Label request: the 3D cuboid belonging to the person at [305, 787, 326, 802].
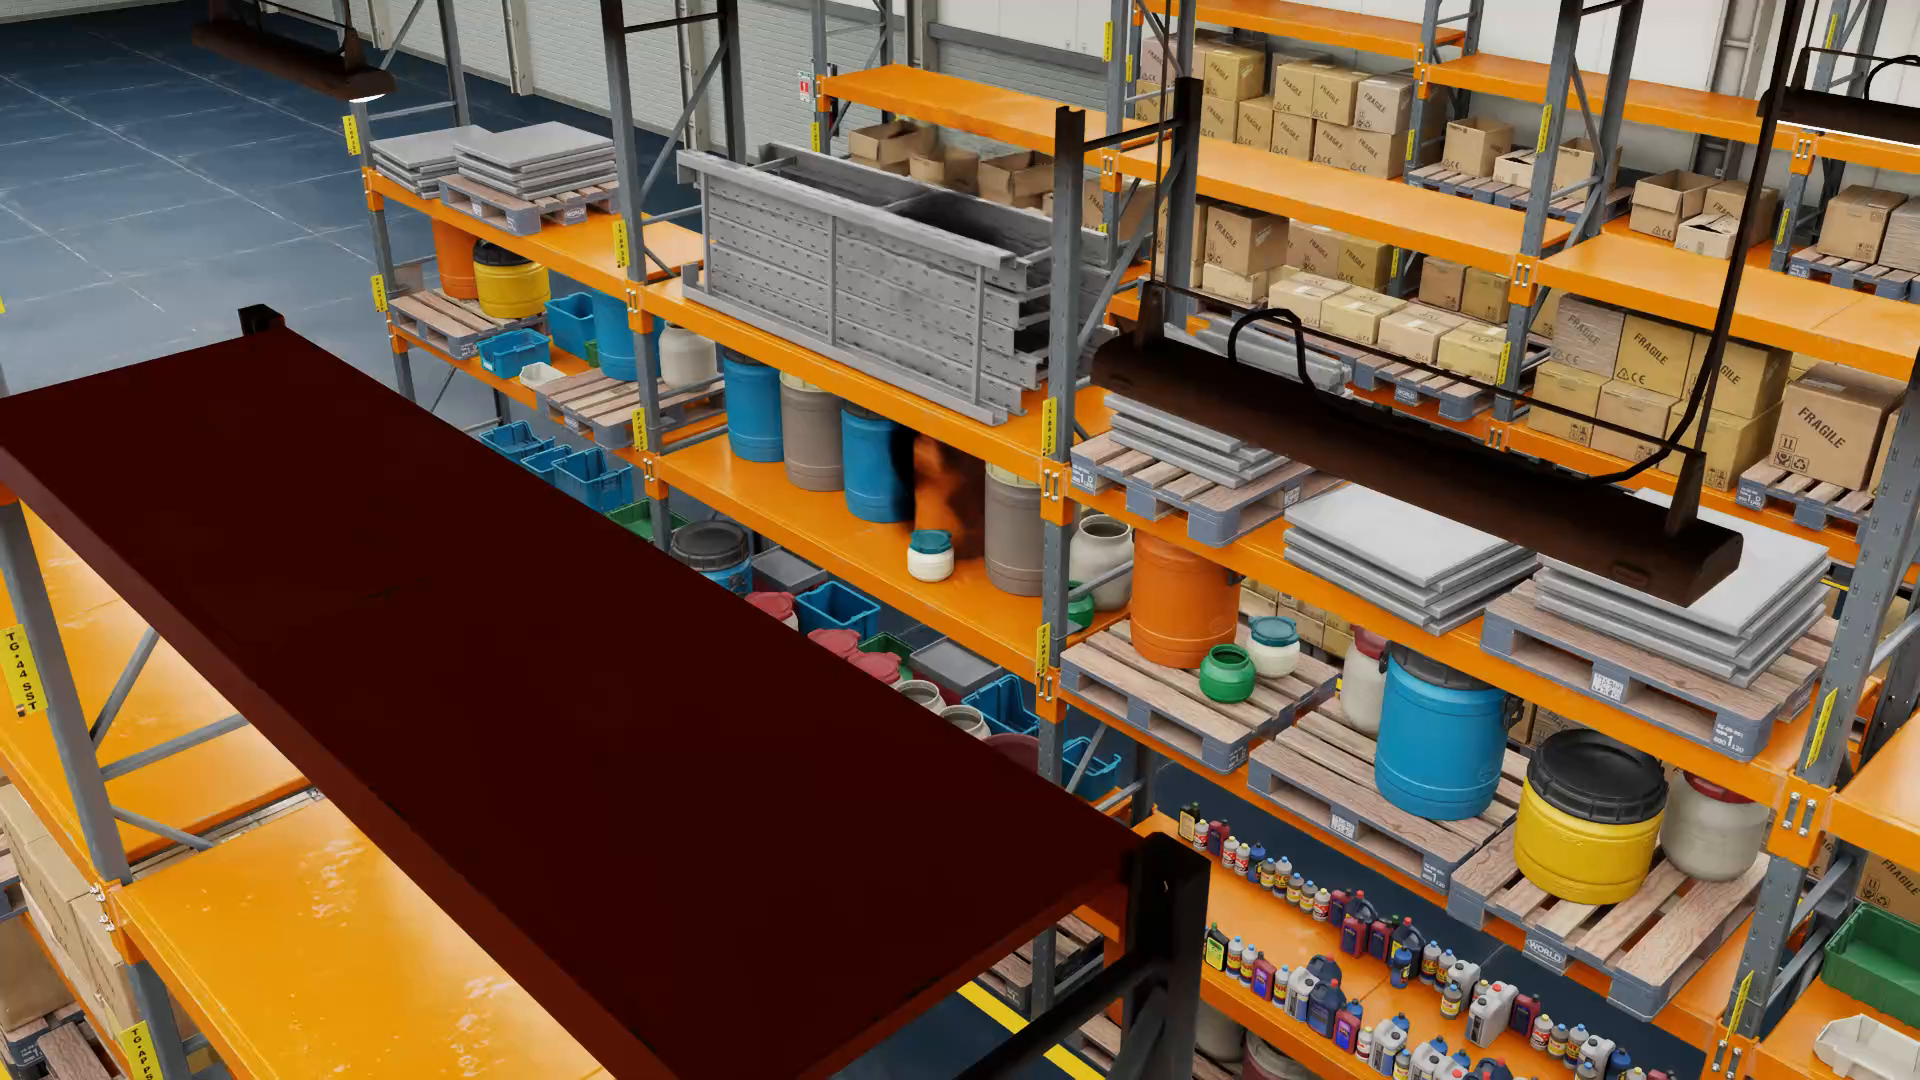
[{"bbox_3d":[-5.047,1.423,12.558,0.541,1.558,0.553,23,36,36],"label":"person"}]
